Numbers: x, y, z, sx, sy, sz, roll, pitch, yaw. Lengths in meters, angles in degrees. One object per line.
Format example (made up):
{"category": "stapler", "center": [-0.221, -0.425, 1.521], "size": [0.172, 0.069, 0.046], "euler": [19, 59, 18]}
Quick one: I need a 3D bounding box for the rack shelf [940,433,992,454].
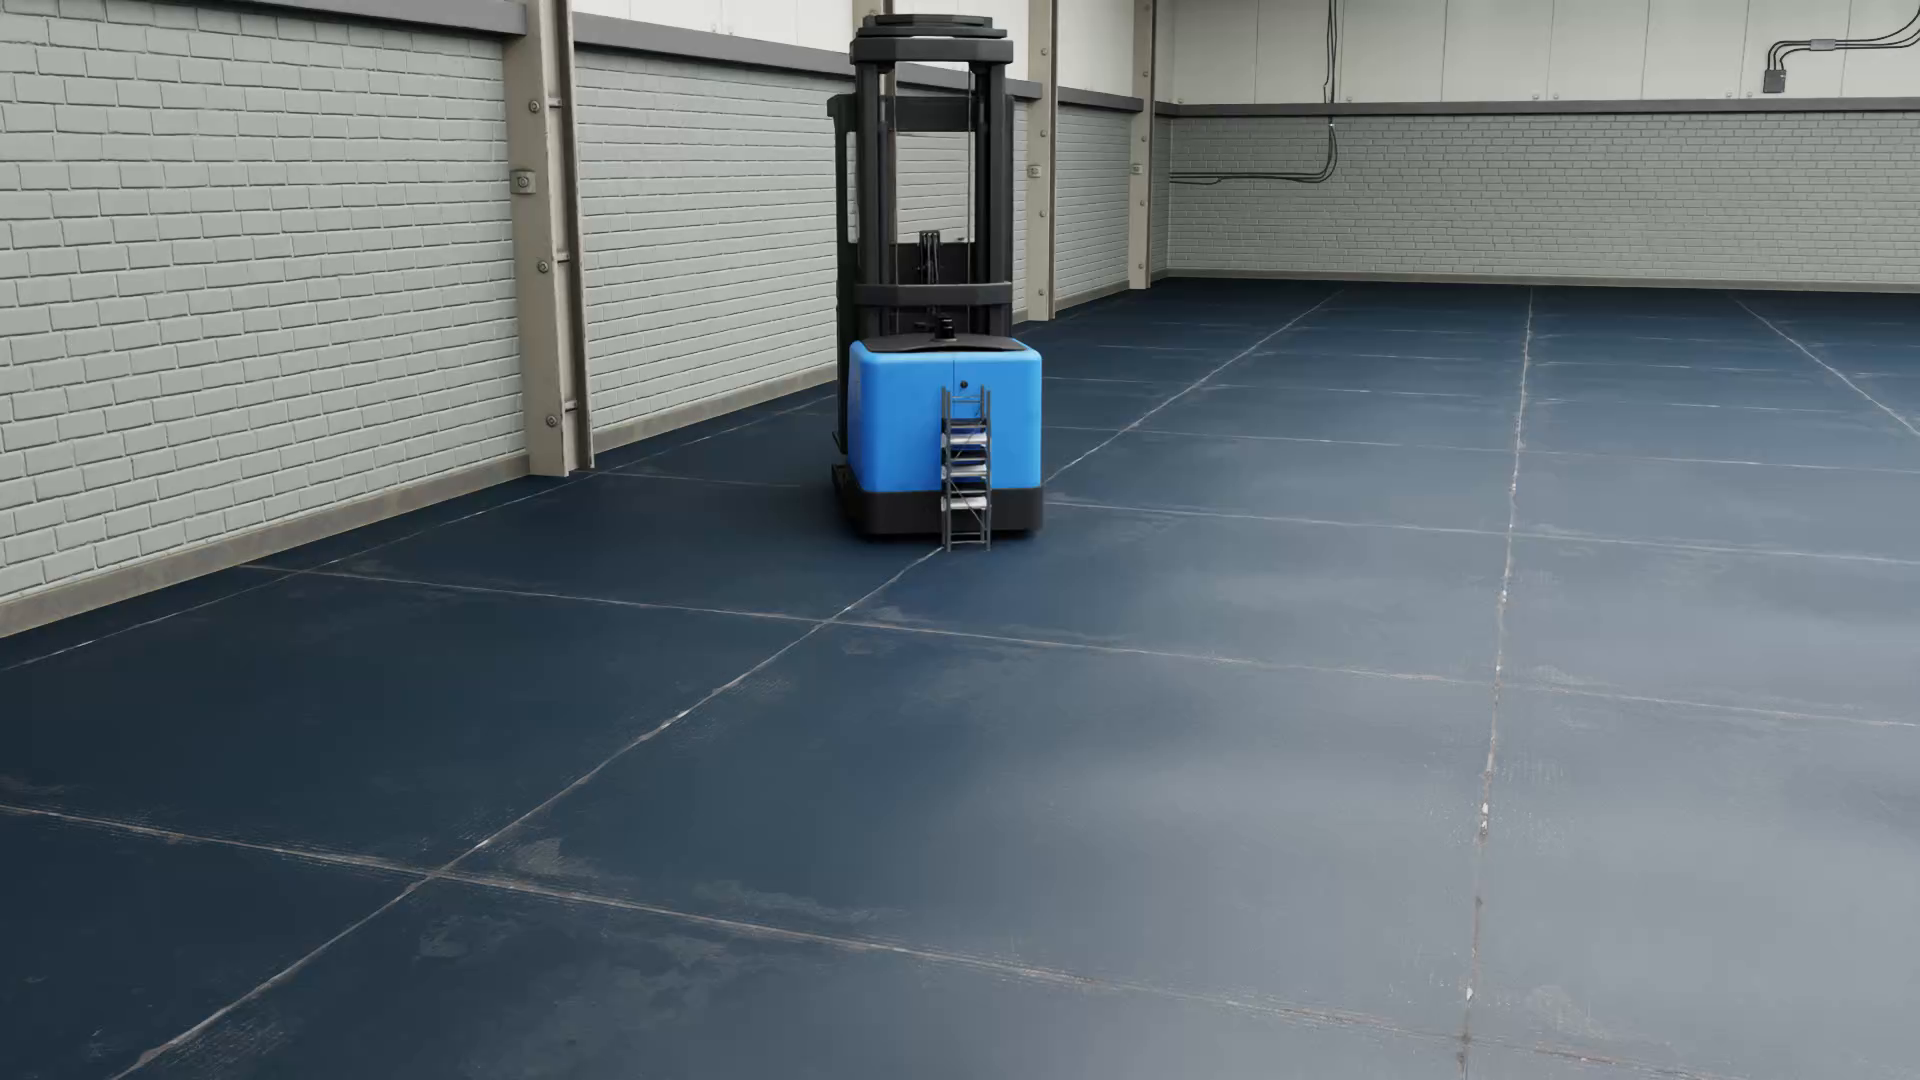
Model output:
{"category": "rack shelf", "center": [0.033, -0.534, 9.145], "size": [0.258, 0.077, 0.200], "euler": [-2, 13, -8]}

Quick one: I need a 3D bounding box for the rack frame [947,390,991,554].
{"category": "rack frame", "center": [0.048, -0.368, 9.080], "size": [0.240, 0.900, 0.006], "euler": [-2, 13, -8]}

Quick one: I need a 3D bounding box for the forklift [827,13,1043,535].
{"category": "forklift", "center": [-0.251, -1.737, 10.510], "size": [1.130, 2.935, 3.031], "euler": [-2, 13, -8]}

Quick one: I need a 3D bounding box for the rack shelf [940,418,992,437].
{"category": "rack shelf", "center": [0.033, -0.621, 9.125], "size": [0.258, 0.077, 0.200], "euler": [-2, 13, -8]}

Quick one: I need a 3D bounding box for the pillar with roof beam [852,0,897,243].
{"category": "pillar with roof beam", "center": [3.225, -5.827, 14.795], "size": [9.100, 9.000, 0.400], "euler": [4, 14, 18]}

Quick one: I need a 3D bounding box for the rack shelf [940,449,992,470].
{"category": "rack shelf", "center": [0.033, -0.446, 9.165], "size": [0.258, 0.077, 0.200], "euler": [-2, 13, -8]}

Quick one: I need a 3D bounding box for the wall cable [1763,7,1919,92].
{"category": "wall cable", "center": [14.216, -10.160, 26.136], "size": [2.305, 6.003, 0.169], "euler": [4, 14, 18]}

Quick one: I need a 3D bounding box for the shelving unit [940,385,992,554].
{"category": "shelving unit", "center": [0.033, -0.391, 9.178], "size": [0.258, 0.900, 0.210], "euler": [-2, 13, -8]}

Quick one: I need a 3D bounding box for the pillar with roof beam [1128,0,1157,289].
{"category": "pillar with roof beam", "center": [7.108, -8.354, 25.865], "size": [9.100, 9.000, 0.400], "euler": [4, 14, 18]}

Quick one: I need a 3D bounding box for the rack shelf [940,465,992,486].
{"category": "rack shelf", "center": [0.033, -0.358, 9.185], "size": [0.258, 0.077, 0.200], "euler": [-2, 13, -8]}

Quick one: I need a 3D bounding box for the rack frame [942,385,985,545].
{"category": "rack frame", "center": [0.018, -0.413, 9.276], "size": [0.240, 0.900, 0.006], "euler": [-2, 13, -8]}

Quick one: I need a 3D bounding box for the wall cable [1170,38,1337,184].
{"category": "wall cable", "center": [5.239, -7.675, 29.869], "size": [3.097, 2.526, 0.112], "euler": [4, 14, 18]}

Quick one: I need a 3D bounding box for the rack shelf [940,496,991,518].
{"category": "rack shelf", "center": [0.033, -0.183, 9.225], "size": [0.258, 0.077, 0.200], "euler": [-2, 13, -8]}

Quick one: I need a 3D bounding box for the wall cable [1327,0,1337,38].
{"category": "wall cable", "center": [7.799, -9.942, 28.454], "size": [3.097, 2.526, 0.112], "euler": [4, 14, 18]}

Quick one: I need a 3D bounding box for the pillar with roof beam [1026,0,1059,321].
{"category": "pillar with roof beam", "center": [5.166, -7.090, 20.330], "size": [9.100, 9.000, 0.400], "euler": [4, 14, 18]}

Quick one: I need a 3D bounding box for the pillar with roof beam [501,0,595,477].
{"category": "pillar with roof beam", "center": [1.284, -4.564, 9.260], "size": [9.100, 9.000, 0.400], "euler": [4, 14, 18]}

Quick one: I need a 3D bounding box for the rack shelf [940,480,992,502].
{"category": "rack shelf", "center": [0.033, -0.271, 9.205], "size": [0.258, 0.077, 0.200], "euler": [-2, 13, -8]}
